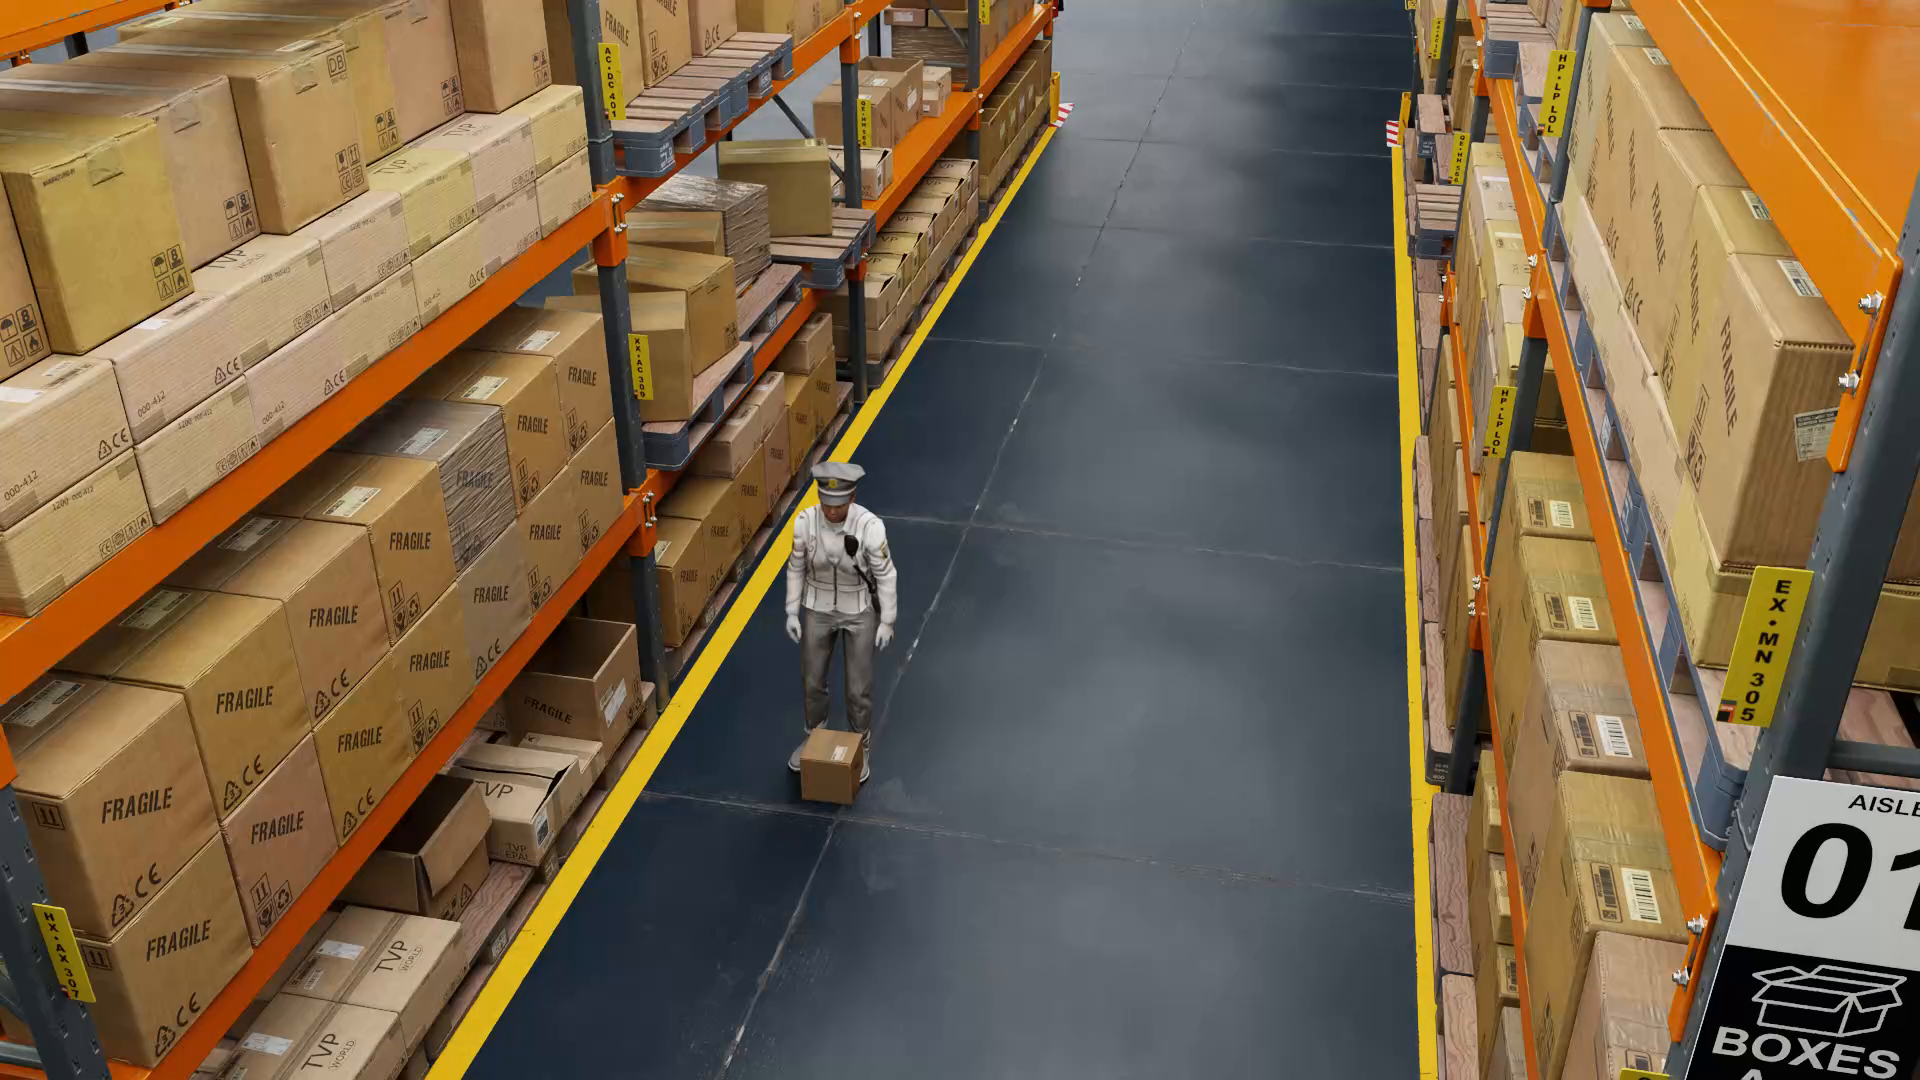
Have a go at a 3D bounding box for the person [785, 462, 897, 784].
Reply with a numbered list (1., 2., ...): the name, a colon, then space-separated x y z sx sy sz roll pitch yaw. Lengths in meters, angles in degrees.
1. person: -0.572 0.377 7.923 0.546 1.667 0.407 5 29 8
